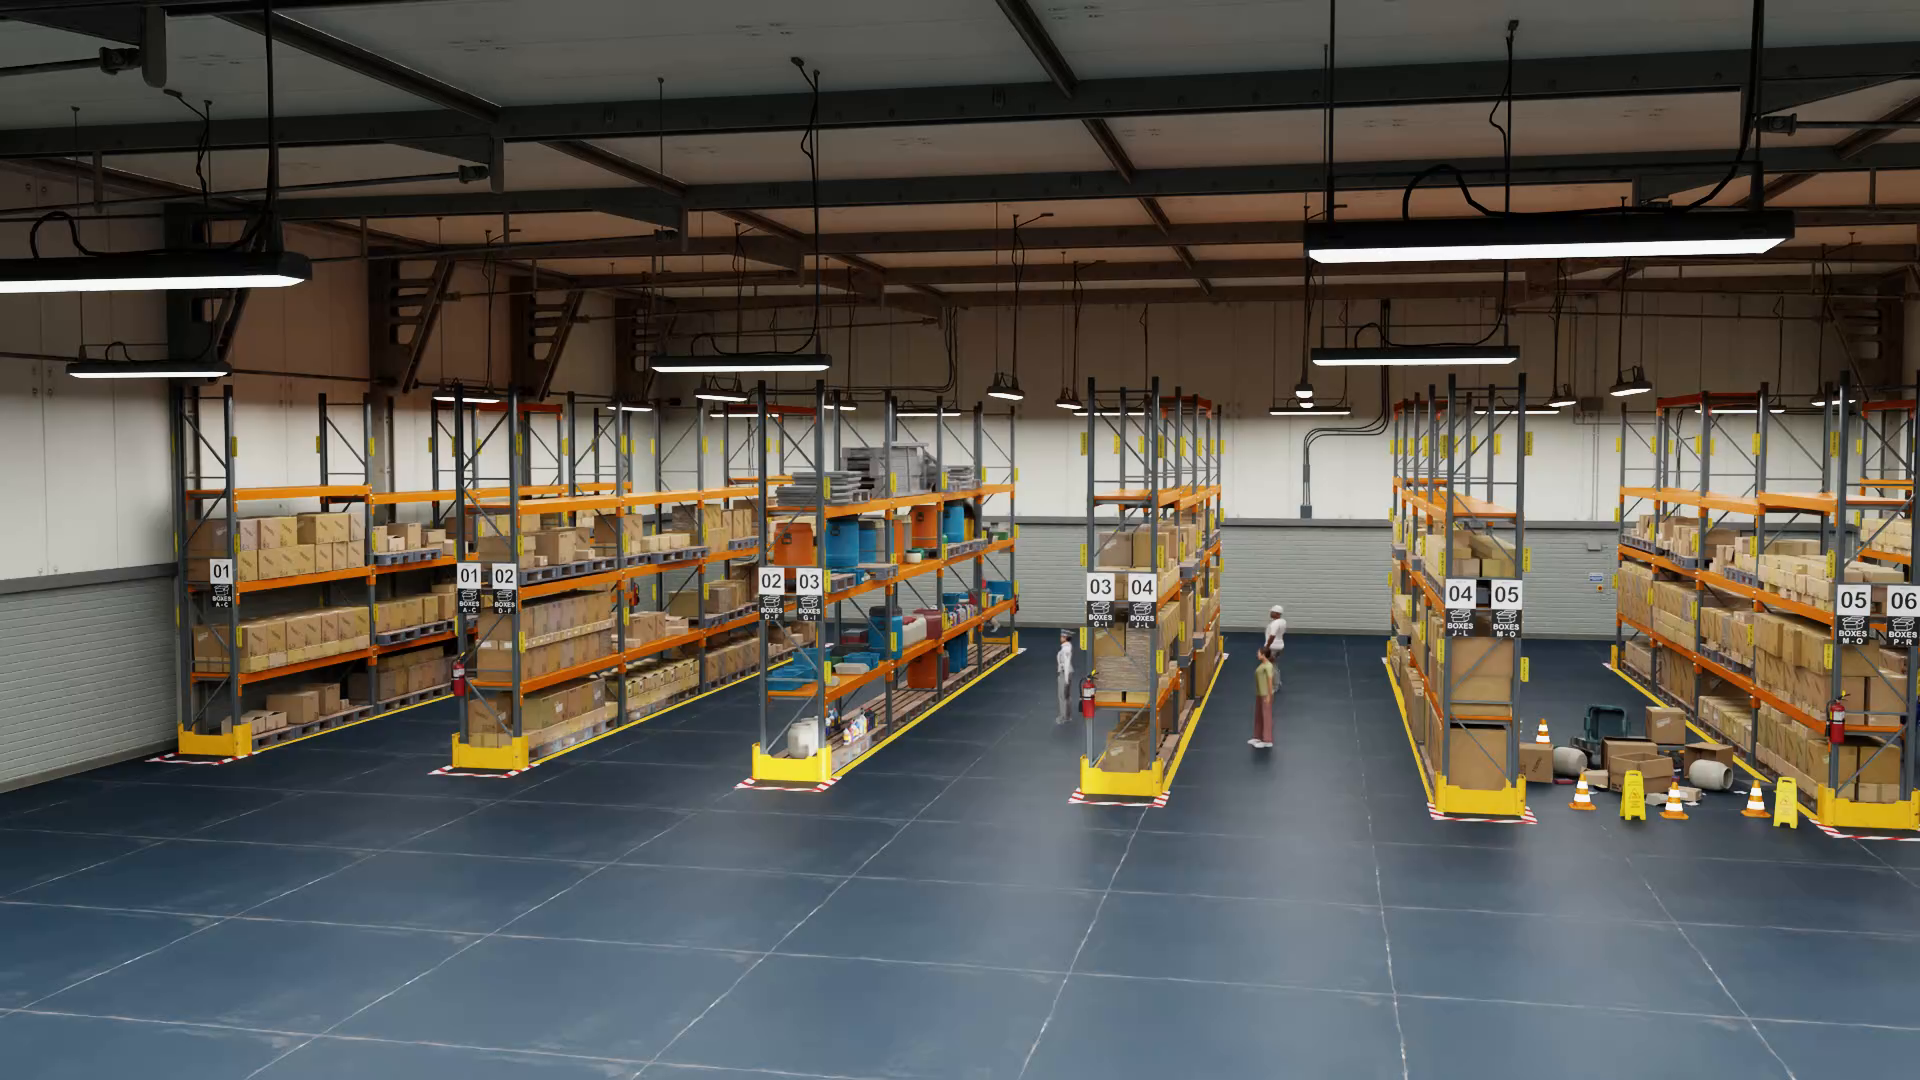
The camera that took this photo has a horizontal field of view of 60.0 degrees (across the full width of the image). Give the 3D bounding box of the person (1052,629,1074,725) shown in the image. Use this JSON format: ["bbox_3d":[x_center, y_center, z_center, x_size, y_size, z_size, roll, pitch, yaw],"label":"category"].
[{"bbox_3d":[1.881,2.480,30.226,0.376,1.713,0.597,0,3,8],"label":"person"}]

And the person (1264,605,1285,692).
[{"bbox_3d":[6.395,2.228,33.970,0.630,1.802,0.490,-3,4,-43],"label":"person"}]

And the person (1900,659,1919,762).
[{"bbox_3d":[14.991,2.702,26.360,0.554,1.666,0.729,0,3,9],"label":"person"}]

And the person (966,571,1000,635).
[{"bbox_3d":[0.589,1.674,44.312,0.934,1.694,0.592,-3,4,-40],"label":"person"}]

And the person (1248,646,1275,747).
[{"bbox_3d":[5.030,2.601,27.771,0.397,1.674,0.501,0,3,-8],"label":"person"}]
